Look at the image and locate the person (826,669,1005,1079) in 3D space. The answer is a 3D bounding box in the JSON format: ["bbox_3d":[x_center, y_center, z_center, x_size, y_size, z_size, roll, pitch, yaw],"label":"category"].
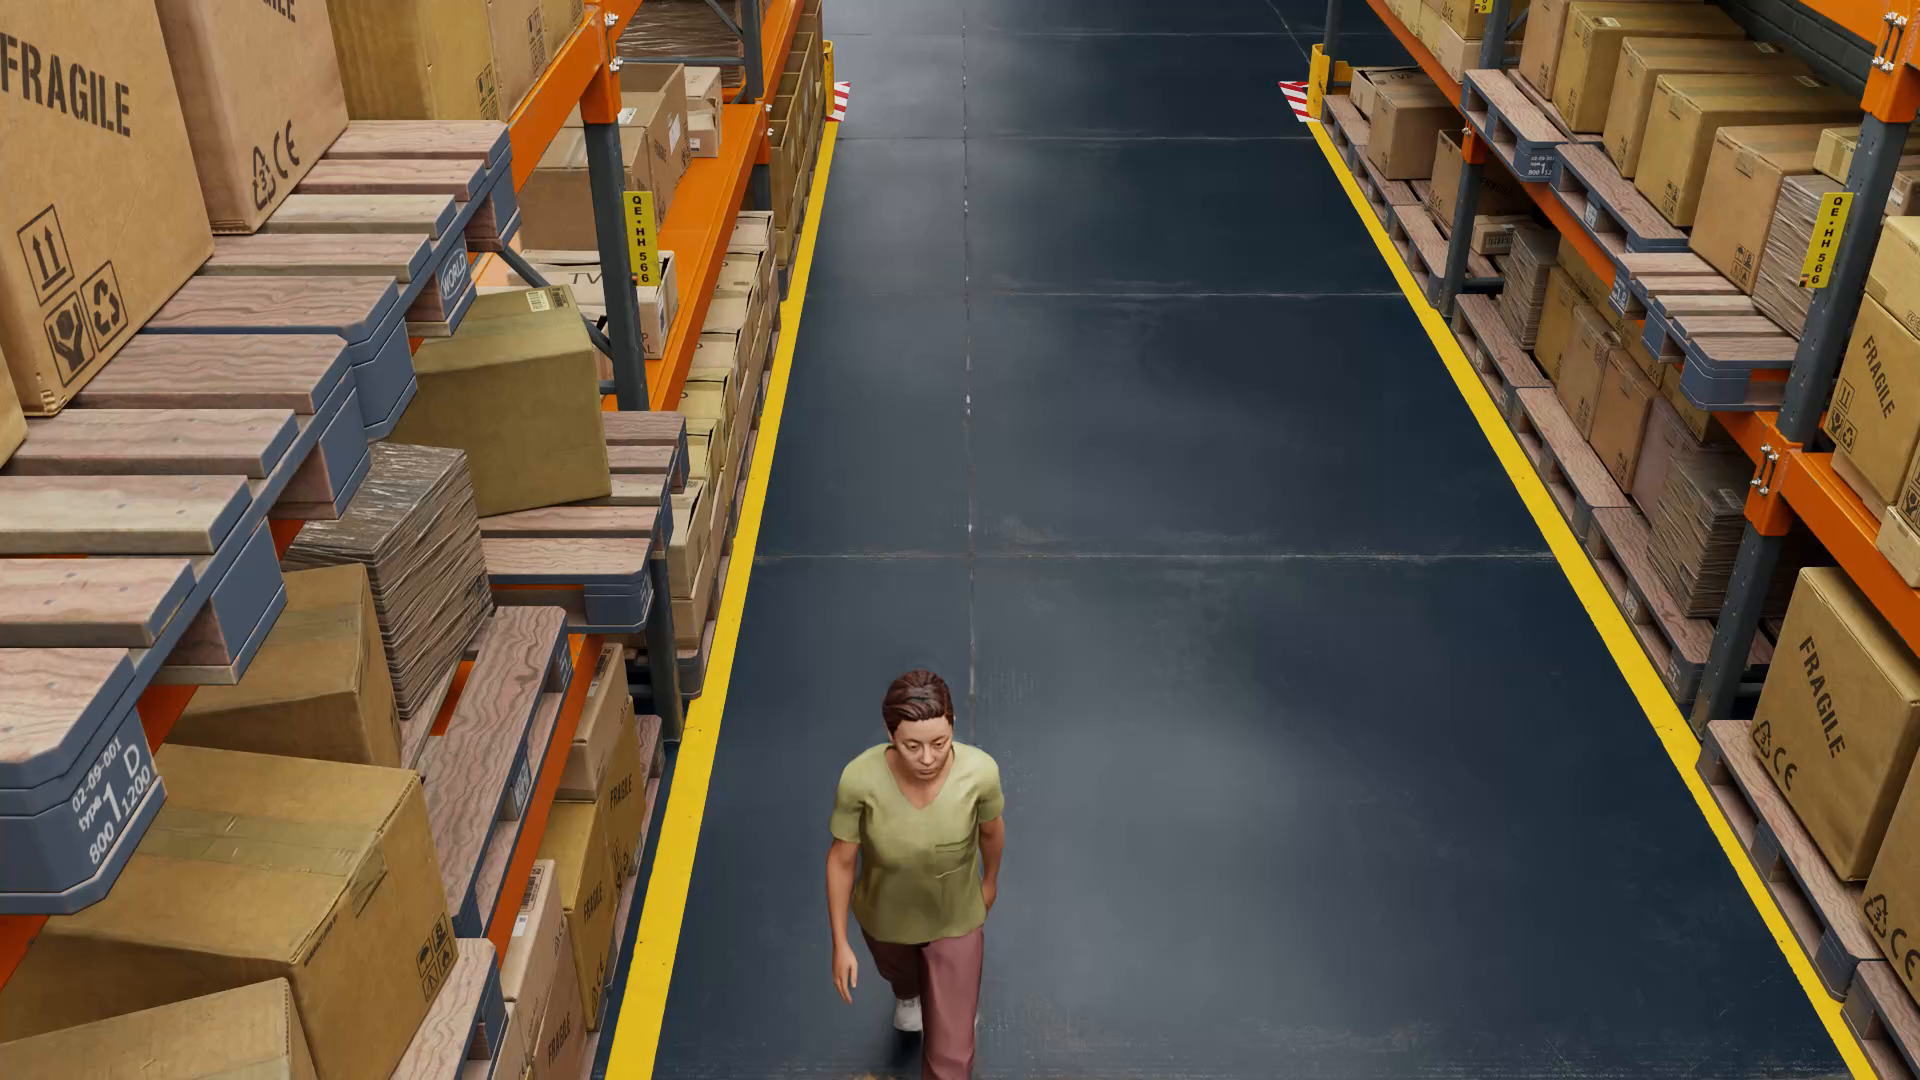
[{"bbox_3d":[-0.118,1.015,4.484,0.460,1.601,1.116,2,32,3],"label":"person"}]
